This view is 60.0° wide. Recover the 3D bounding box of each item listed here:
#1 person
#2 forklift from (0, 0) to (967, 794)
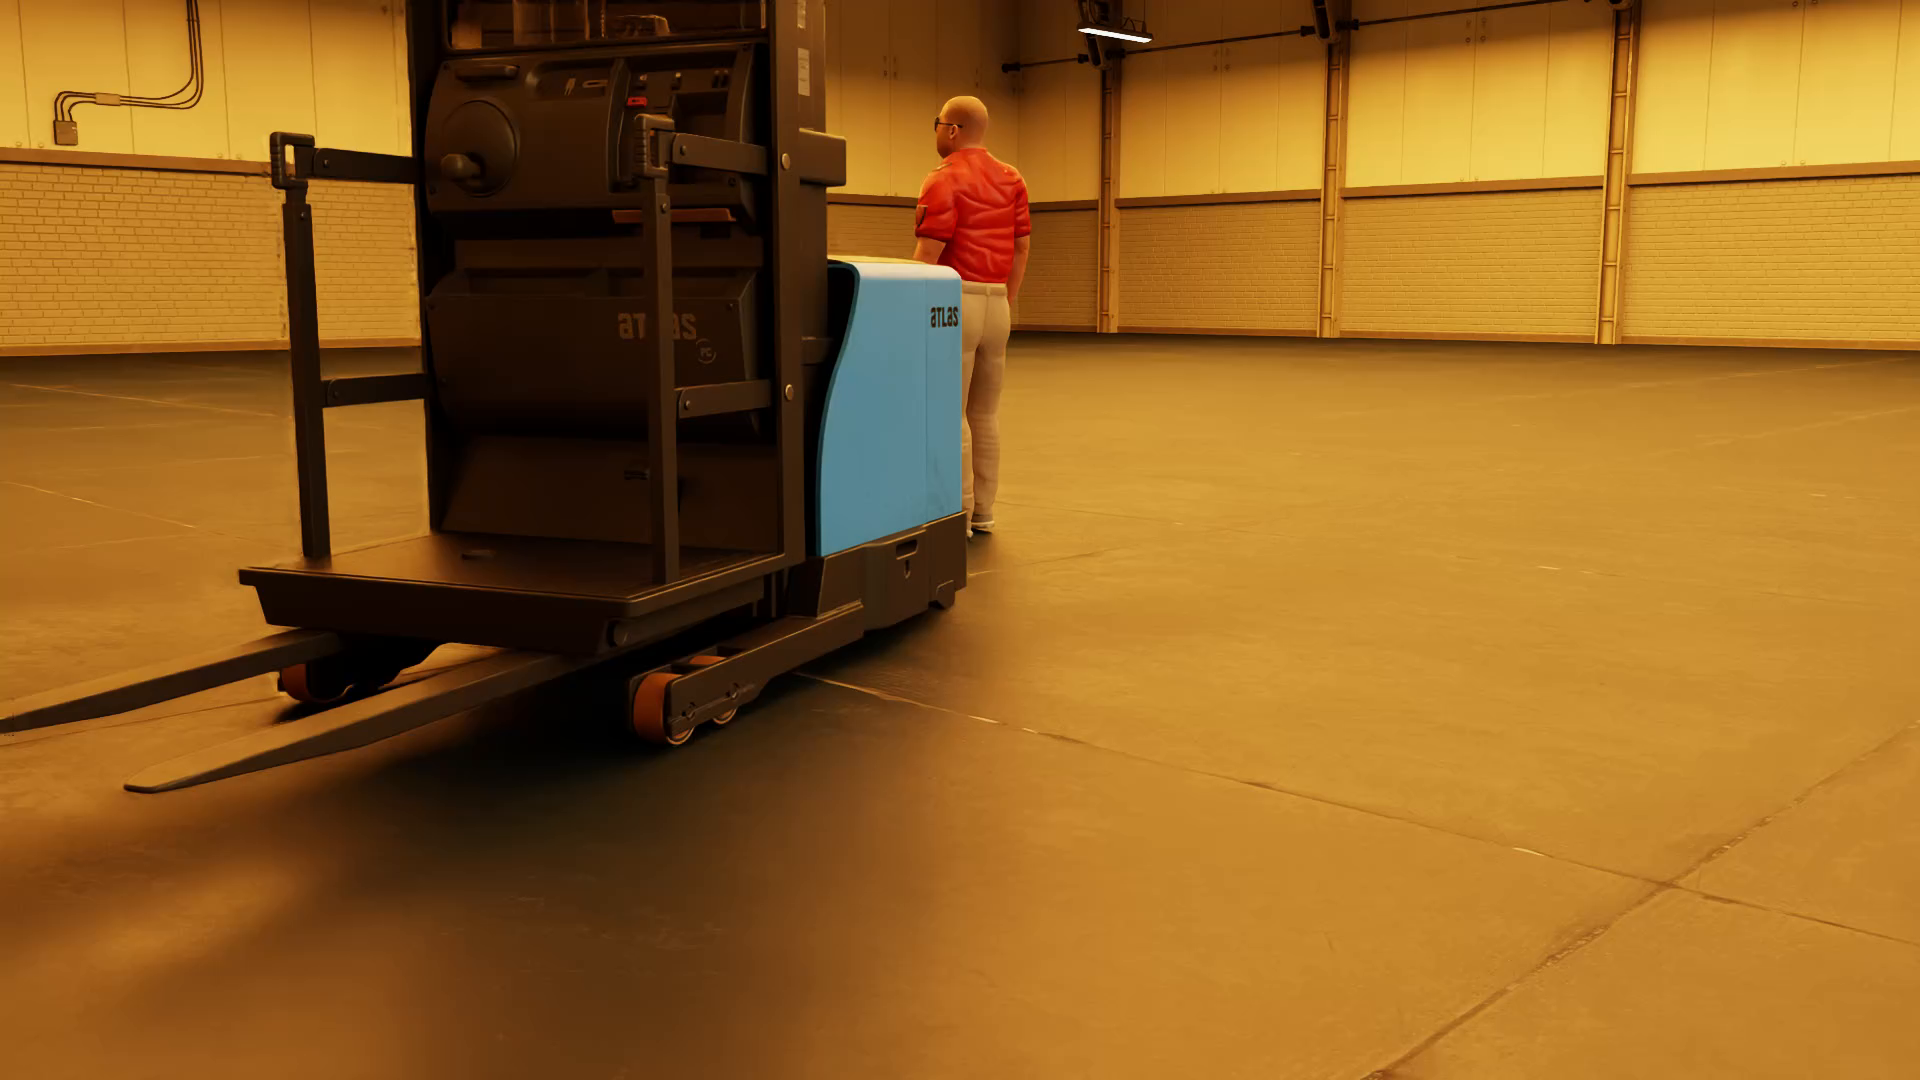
[{"bbox_3d":[-0.057,-0.873,6.657,0.550,1.727,0.641,8,12,43],"label":"person"},{"bbox_3d":[-1.006,-1.063,3.934,1.130,2.935,3.031,3,9,22],"label":"forklift"}]
